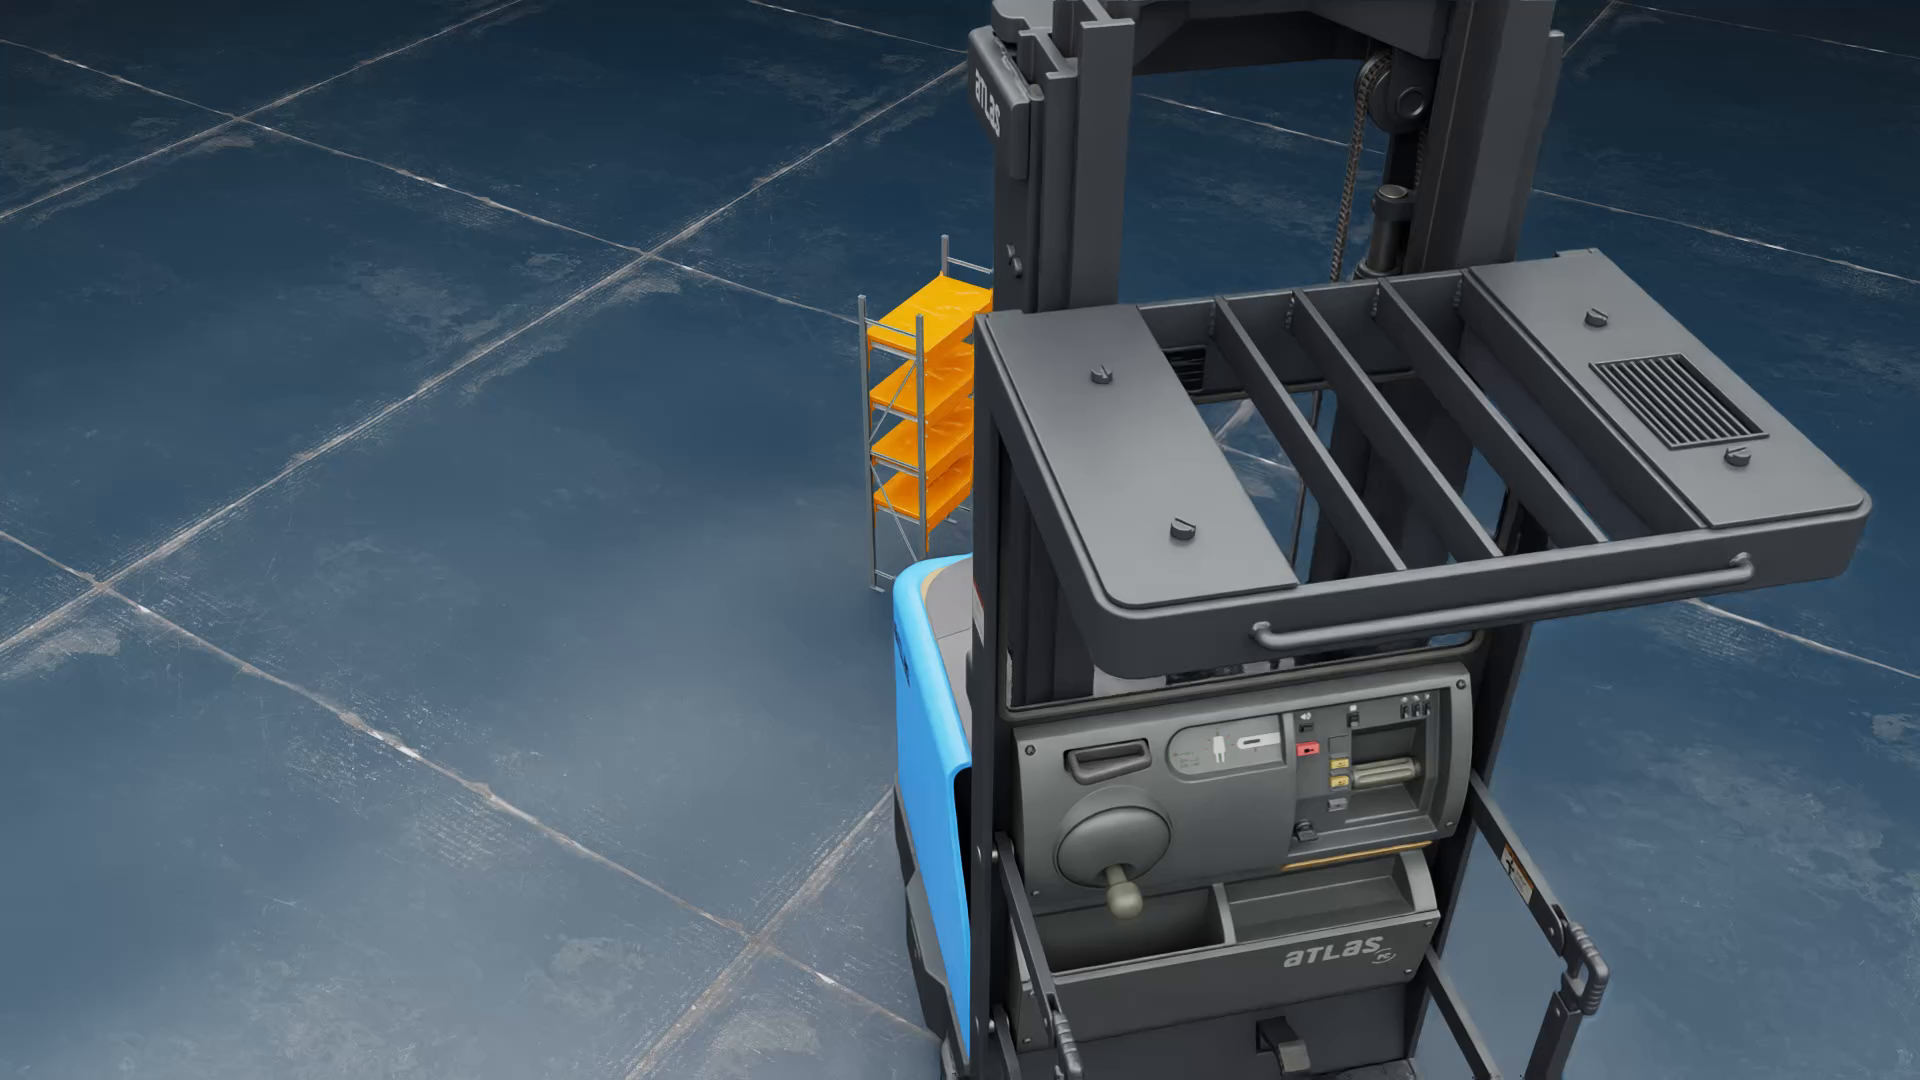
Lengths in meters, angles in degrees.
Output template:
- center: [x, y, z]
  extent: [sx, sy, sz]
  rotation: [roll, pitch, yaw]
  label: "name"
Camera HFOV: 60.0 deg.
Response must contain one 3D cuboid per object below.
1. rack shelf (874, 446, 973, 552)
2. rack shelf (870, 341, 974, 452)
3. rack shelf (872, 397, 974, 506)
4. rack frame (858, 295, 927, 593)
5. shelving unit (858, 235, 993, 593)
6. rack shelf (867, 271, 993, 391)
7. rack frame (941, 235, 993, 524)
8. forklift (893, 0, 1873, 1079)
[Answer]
- center: [-0.089, -0.179, 5.935]
  extent: [0.258, 0.148, 0.480]
  rotation: [21, 42, 25]
  label: "rack shelf"
- center: [-0.089, -0.514, 5.677]
  extent: [0.258, 0.148, 0.480]
  rotation: [21, 42, 25]
  label: "rack shelf"
- center: [-0.089, -0.337, 5.814]
  extent: [0.258, 0.148, 0.480]
  rotation: [21, 42, 25]
  label: "rack shelf"
- center: [-0.219, -0.264, 5.610]
  extent: [0.240, 1.200, 0.015]
  rotation: [21, 42, 25]
  label: "rack frame"
- center: [-0.089, -0.390, 5.773]
  extent: [0.258, 1.200, 0.503]
  rotation: [21, 42, 25]
  label: "shelving unit"
- center: [-0.089, -0.701, 5.533]
  extent: [0.258, 0.148, 0.480]
  rotation: [21, 42, 25]
  label: "rack shelf"
- center: [0.042, -0.516, 5.936]
  extent: [0.240, 1.200, 0.015]
  rotation: [21, 42, 25]
  label: "rack frame"
- center: [0.615, 0.568, 3.113]
  extent: [1.130, 2.935, 3.031]
  rotation: [-7, 38, -9]
  label: "forklift"
